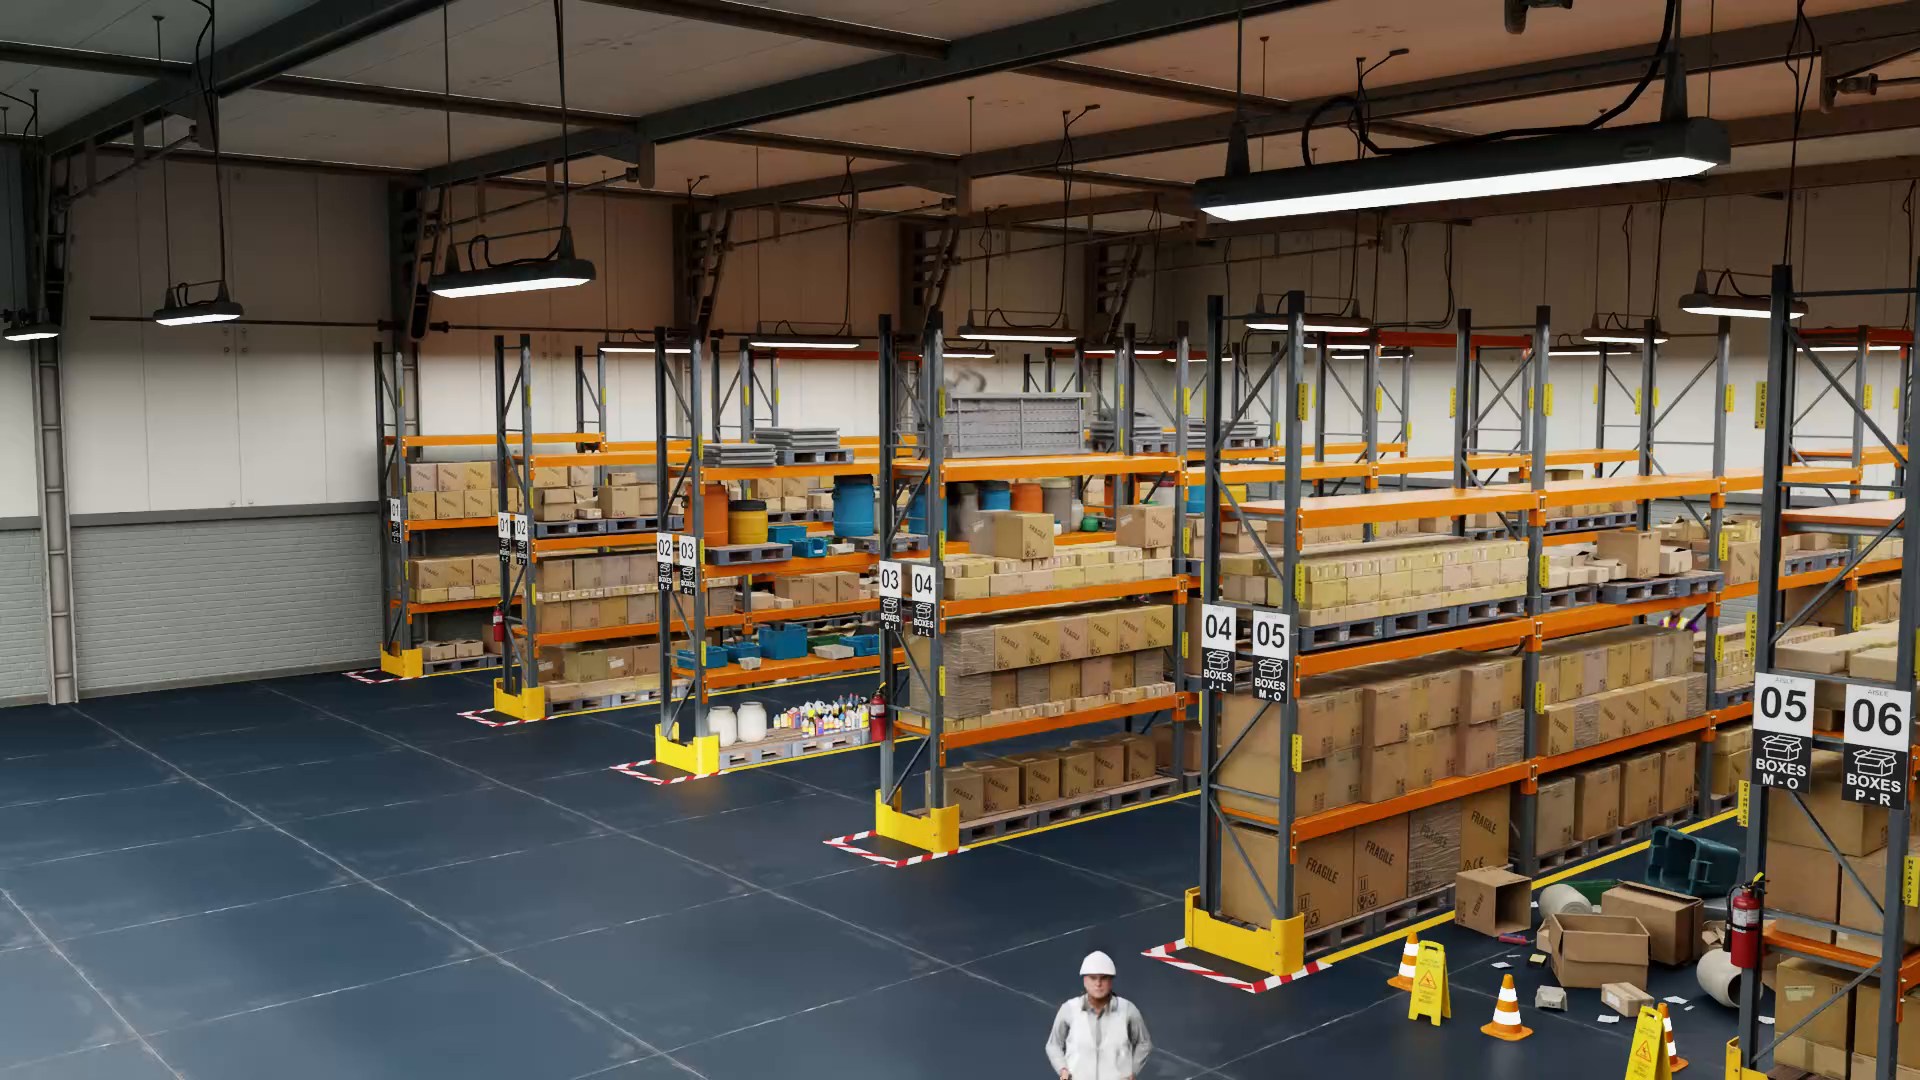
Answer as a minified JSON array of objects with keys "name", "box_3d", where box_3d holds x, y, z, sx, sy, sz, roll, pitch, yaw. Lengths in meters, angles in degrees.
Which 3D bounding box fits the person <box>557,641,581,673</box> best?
[{"name":"person","box_3d":[-6.658,1.684,28.494,0.684,1.774,0.858,5,7,42]}]

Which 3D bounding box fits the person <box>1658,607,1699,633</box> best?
[{"name":"person","box_3d":[11.655,1.853,27.099,0.712,1.739,0.715,-5,7,-43]}]

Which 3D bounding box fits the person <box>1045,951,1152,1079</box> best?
[{"name":"person","box_3d":[0.825,3.381,10.171,0.615,1.722,0.604,1,5,6]}]

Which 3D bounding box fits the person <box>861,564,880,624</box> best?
[{"name":"person","box_3d":[-1.716,1.299,33.414,0.842,1.698,0.579,-5,7,-43]}]
